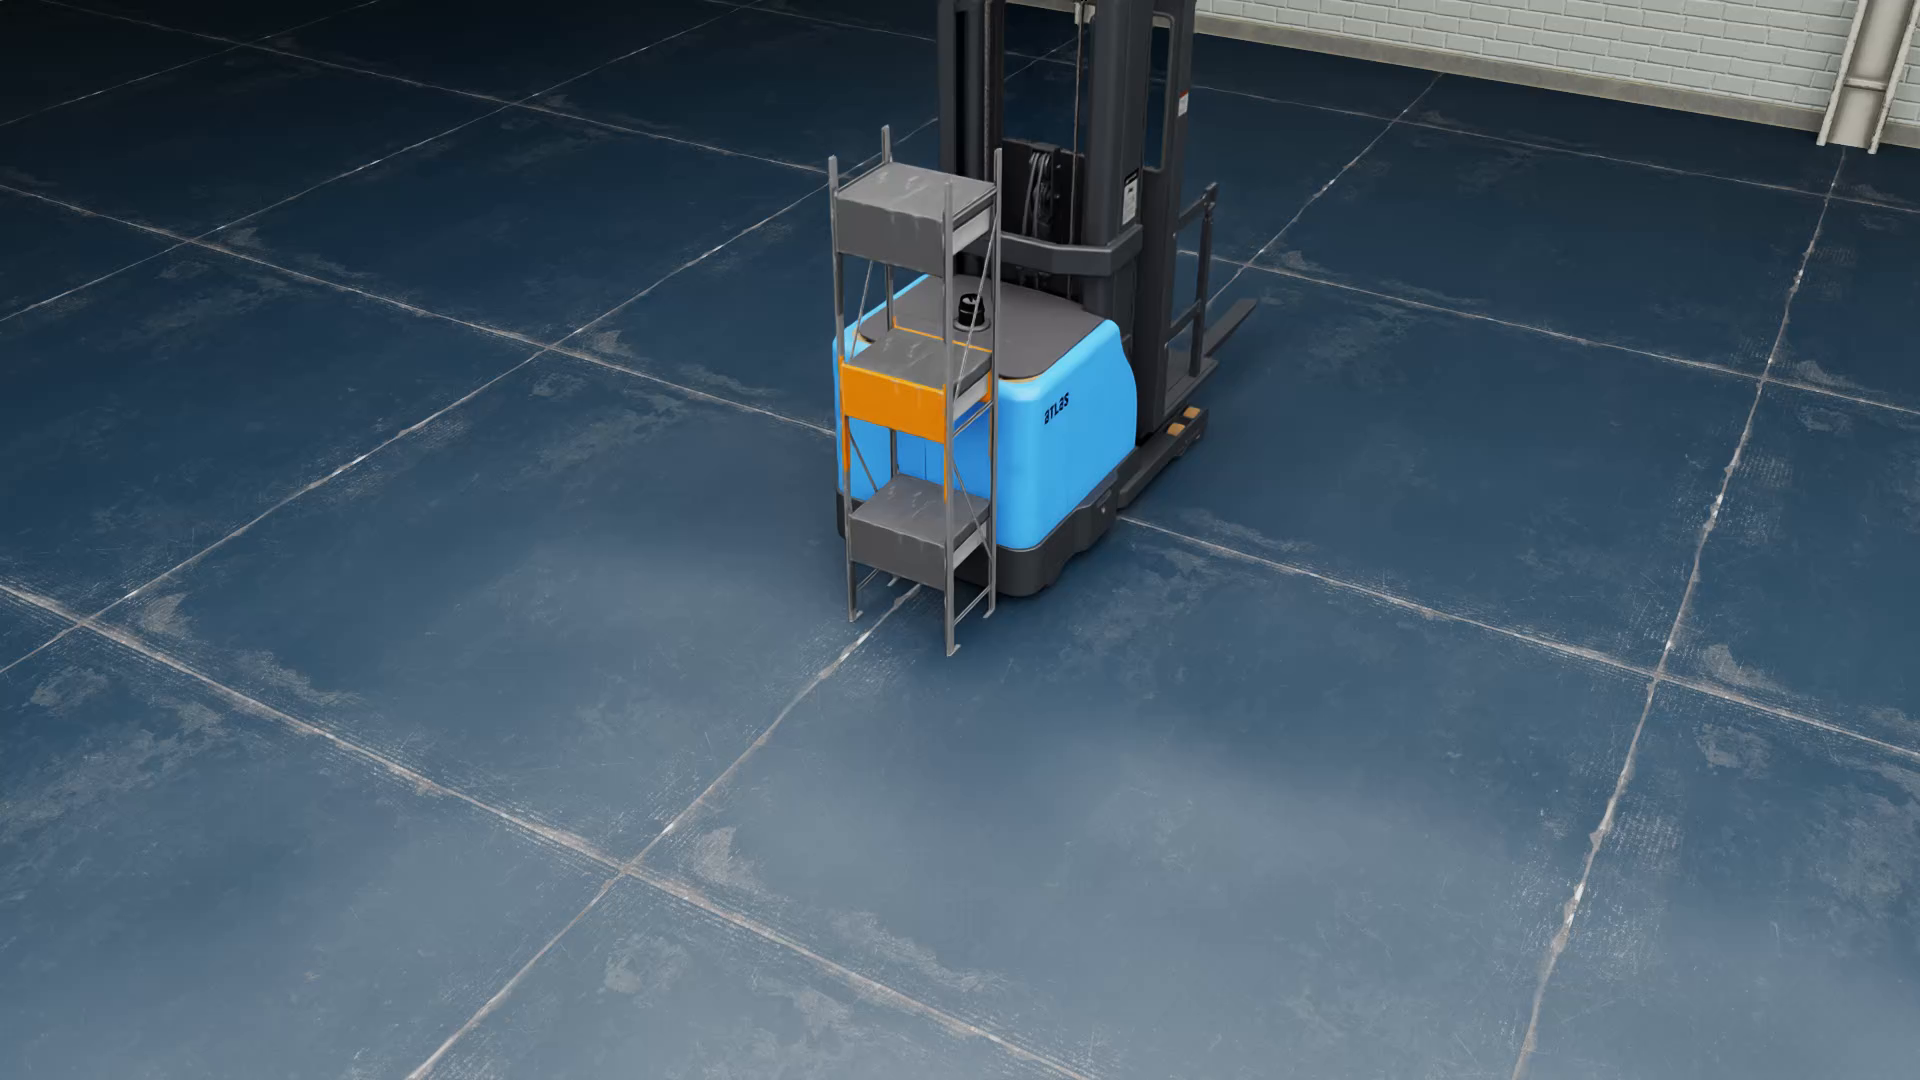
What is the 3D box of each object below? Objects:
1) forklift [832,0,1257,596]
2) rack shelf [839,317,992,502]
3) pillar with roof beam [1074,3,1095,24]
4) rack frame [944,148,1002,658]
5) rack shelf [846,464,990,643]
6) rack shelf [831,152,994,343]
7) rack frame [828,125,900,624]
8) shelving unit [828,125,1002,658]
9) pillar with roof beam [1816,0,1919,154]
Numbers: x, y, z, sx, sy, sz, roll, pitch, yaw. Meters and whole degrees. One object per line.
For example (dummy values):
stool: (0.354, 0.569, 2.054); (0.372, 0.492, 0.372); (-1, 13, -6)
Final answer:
forklift: (0.617, -1.762, 7.751); (1.130, 2.935, 3.031); (18, 38, 25)
rack shelf: (-0.162, -0.530, 6.676); (0.480, 0.518, 0.431); (18, 37, 24)
pillar with roof beam: (-0.889, -6.214, 8.962); (0.400, 9.000, 9.100); (18, 37, 24)
rack frame: (0.050, -0.474, 6.568); (0.015, 2.100, 0.400); (18, 37, 24)
rack shelf: (-0.162, 0.053, 7.064); (0.480, 0.518, 0.431); (18, 37, 24)
rack shelf: (-0.162, -1.113, 6.288); (0.480, 0.518, 0.431); (18, 37, 24)
rack frame: (-0.374, -0.608, 6.769); (0.015, 2.100, 0.400); (18, 37, 24)
shelving unit: (-0.162, -0.541, 6.669); (0.503, 2.100, 0.431); (18, 37, 24)
pillar with roof beam: (4.320, -4.563, 6.484); (0.400, 9.000, 9.100); (18, 37, 24)
